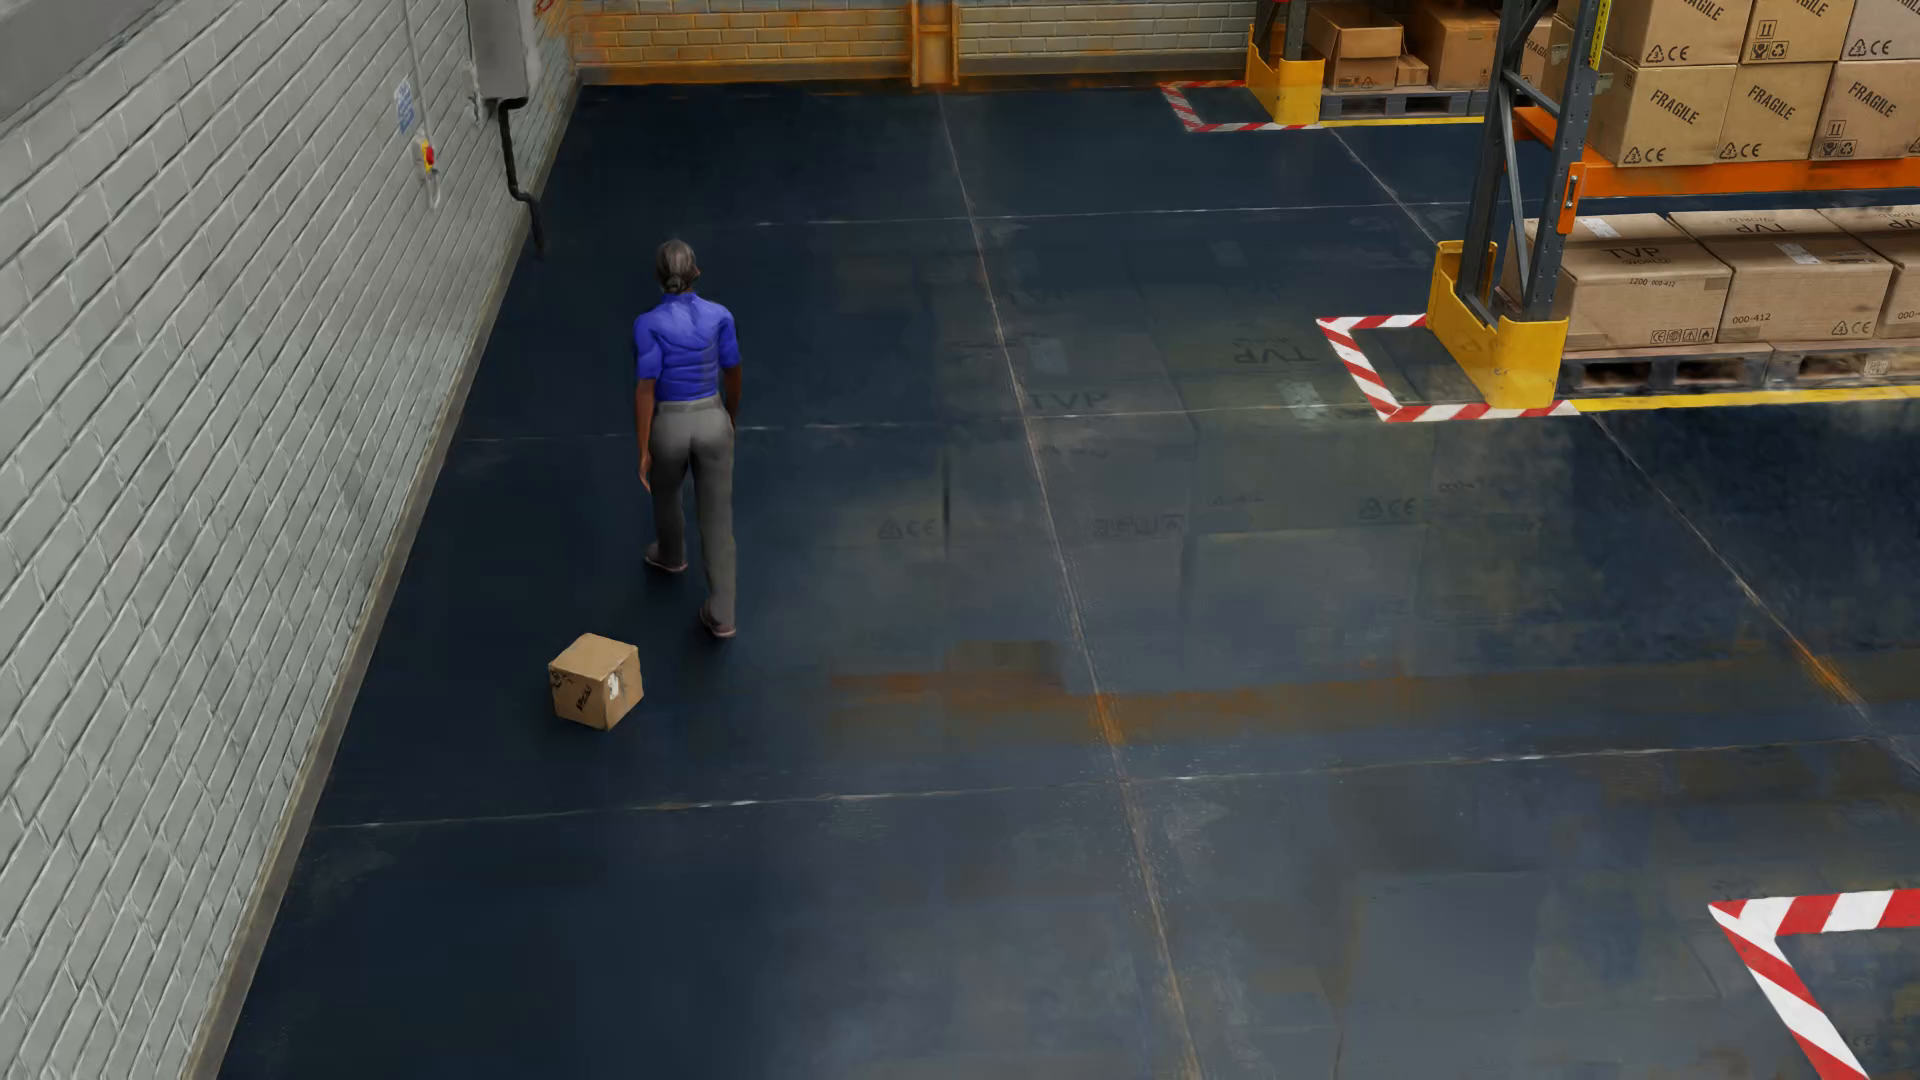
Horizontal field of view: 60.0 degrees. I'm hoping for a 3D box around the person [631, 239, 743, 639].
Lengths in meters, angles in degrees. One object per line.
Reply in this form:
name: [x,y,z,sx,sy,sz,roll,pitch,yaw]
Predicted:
person: [-1.116,-0.453,6.875,0.479,1.623,0.860,-8,32,-13]
